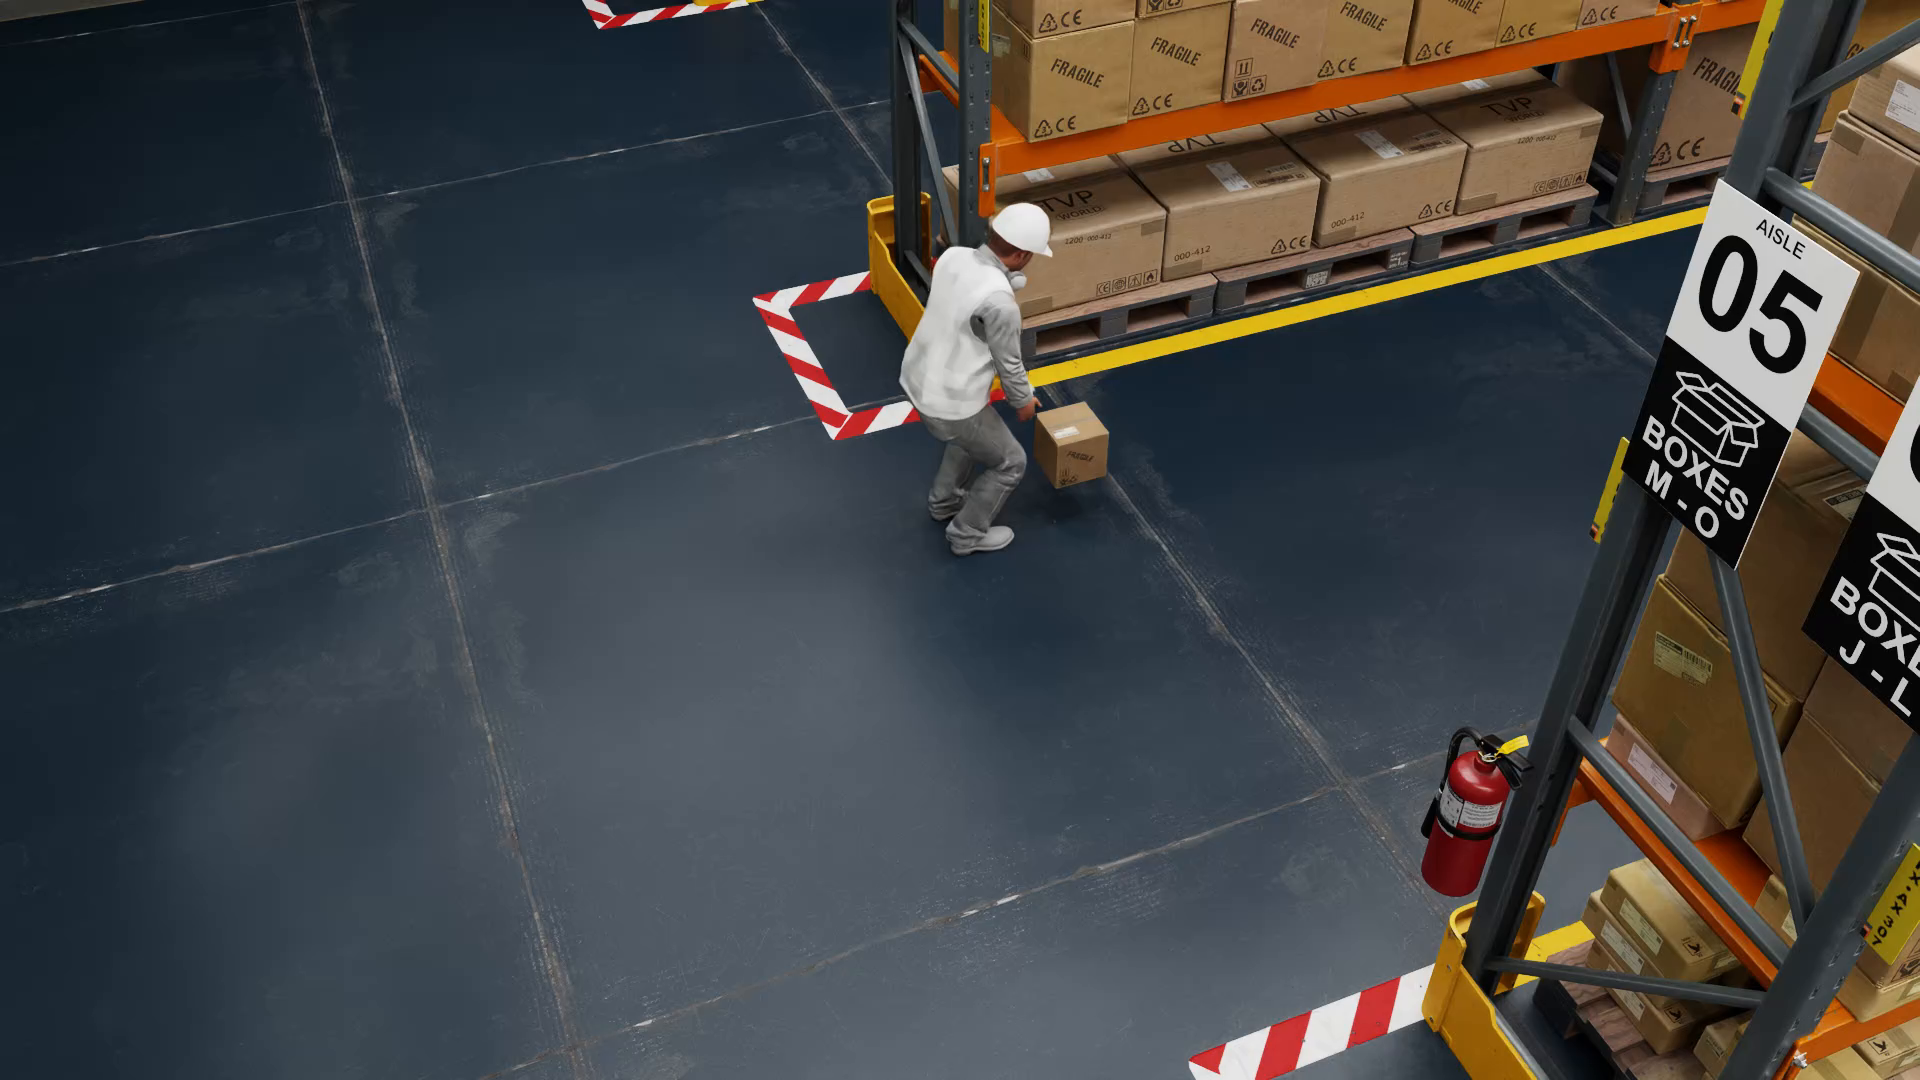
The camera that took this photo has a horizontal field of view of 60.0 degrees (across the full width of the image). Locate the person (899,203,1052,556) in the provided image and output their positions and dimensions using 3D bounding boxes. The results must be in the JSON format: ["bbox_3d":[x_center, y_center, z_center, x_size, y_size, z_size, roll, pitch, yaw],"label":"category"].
[{"bbox_3d":[0.070,-0.684,7.063,0.649,1.584,0.586,-15,44,-16],"label":"person"}]
